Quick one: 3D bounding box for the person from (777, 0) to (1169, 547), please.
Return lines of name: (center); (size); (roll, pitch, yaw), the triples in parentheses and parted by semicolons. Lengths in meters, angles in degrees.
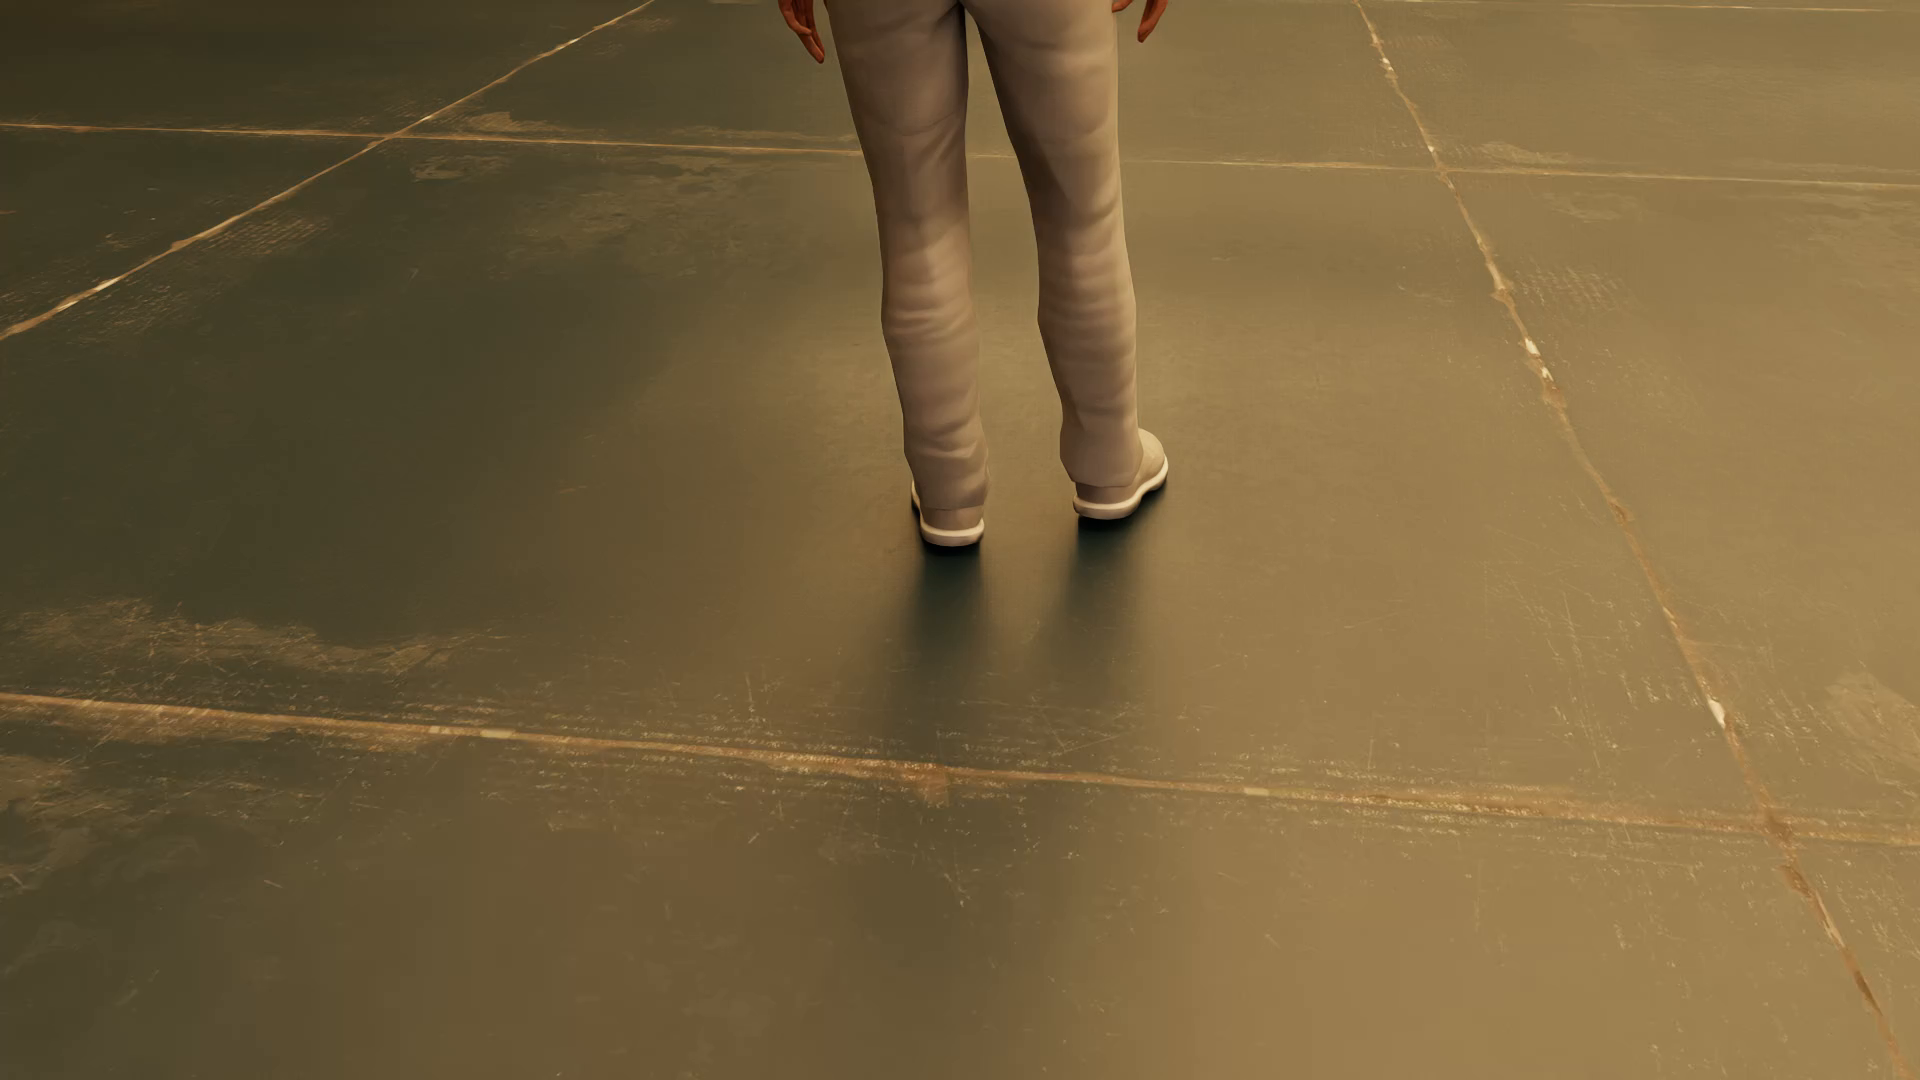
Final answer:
person: (0.030, -0.797, 2.183); (0.569, 1.695, 0.528); (3, 27, 7)
